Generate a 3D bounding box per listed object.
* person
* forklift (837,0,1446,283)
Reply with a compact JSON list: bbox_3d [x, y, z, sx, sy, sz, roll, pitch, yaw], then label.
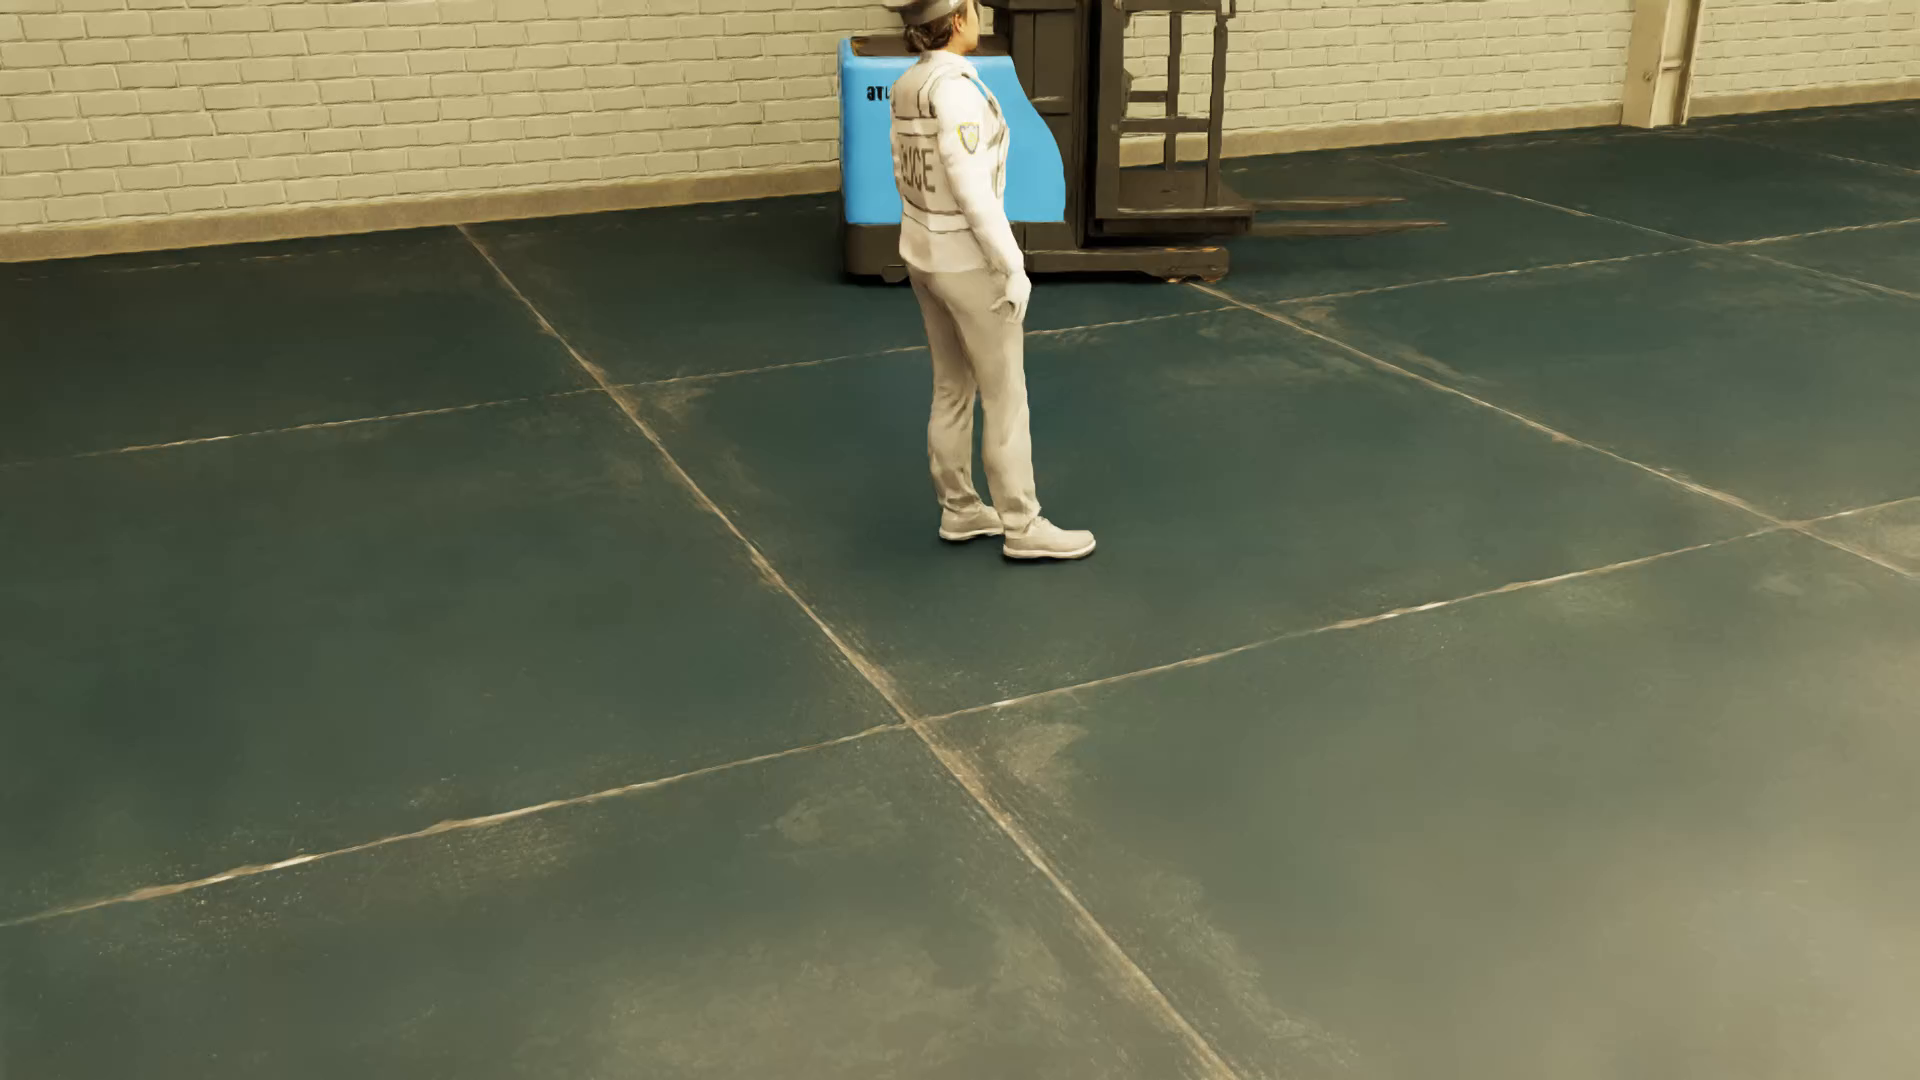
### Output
[{"bbox_3d":[0.064,-0.798,4.799,0.532,1.695,0.586,-10,25,-23],"label":"person"},{"bbox_3d":[0.907,-2.814,8.061,3.031,2.935,1.130,-2,23,-5],"label":"forklift"}]
